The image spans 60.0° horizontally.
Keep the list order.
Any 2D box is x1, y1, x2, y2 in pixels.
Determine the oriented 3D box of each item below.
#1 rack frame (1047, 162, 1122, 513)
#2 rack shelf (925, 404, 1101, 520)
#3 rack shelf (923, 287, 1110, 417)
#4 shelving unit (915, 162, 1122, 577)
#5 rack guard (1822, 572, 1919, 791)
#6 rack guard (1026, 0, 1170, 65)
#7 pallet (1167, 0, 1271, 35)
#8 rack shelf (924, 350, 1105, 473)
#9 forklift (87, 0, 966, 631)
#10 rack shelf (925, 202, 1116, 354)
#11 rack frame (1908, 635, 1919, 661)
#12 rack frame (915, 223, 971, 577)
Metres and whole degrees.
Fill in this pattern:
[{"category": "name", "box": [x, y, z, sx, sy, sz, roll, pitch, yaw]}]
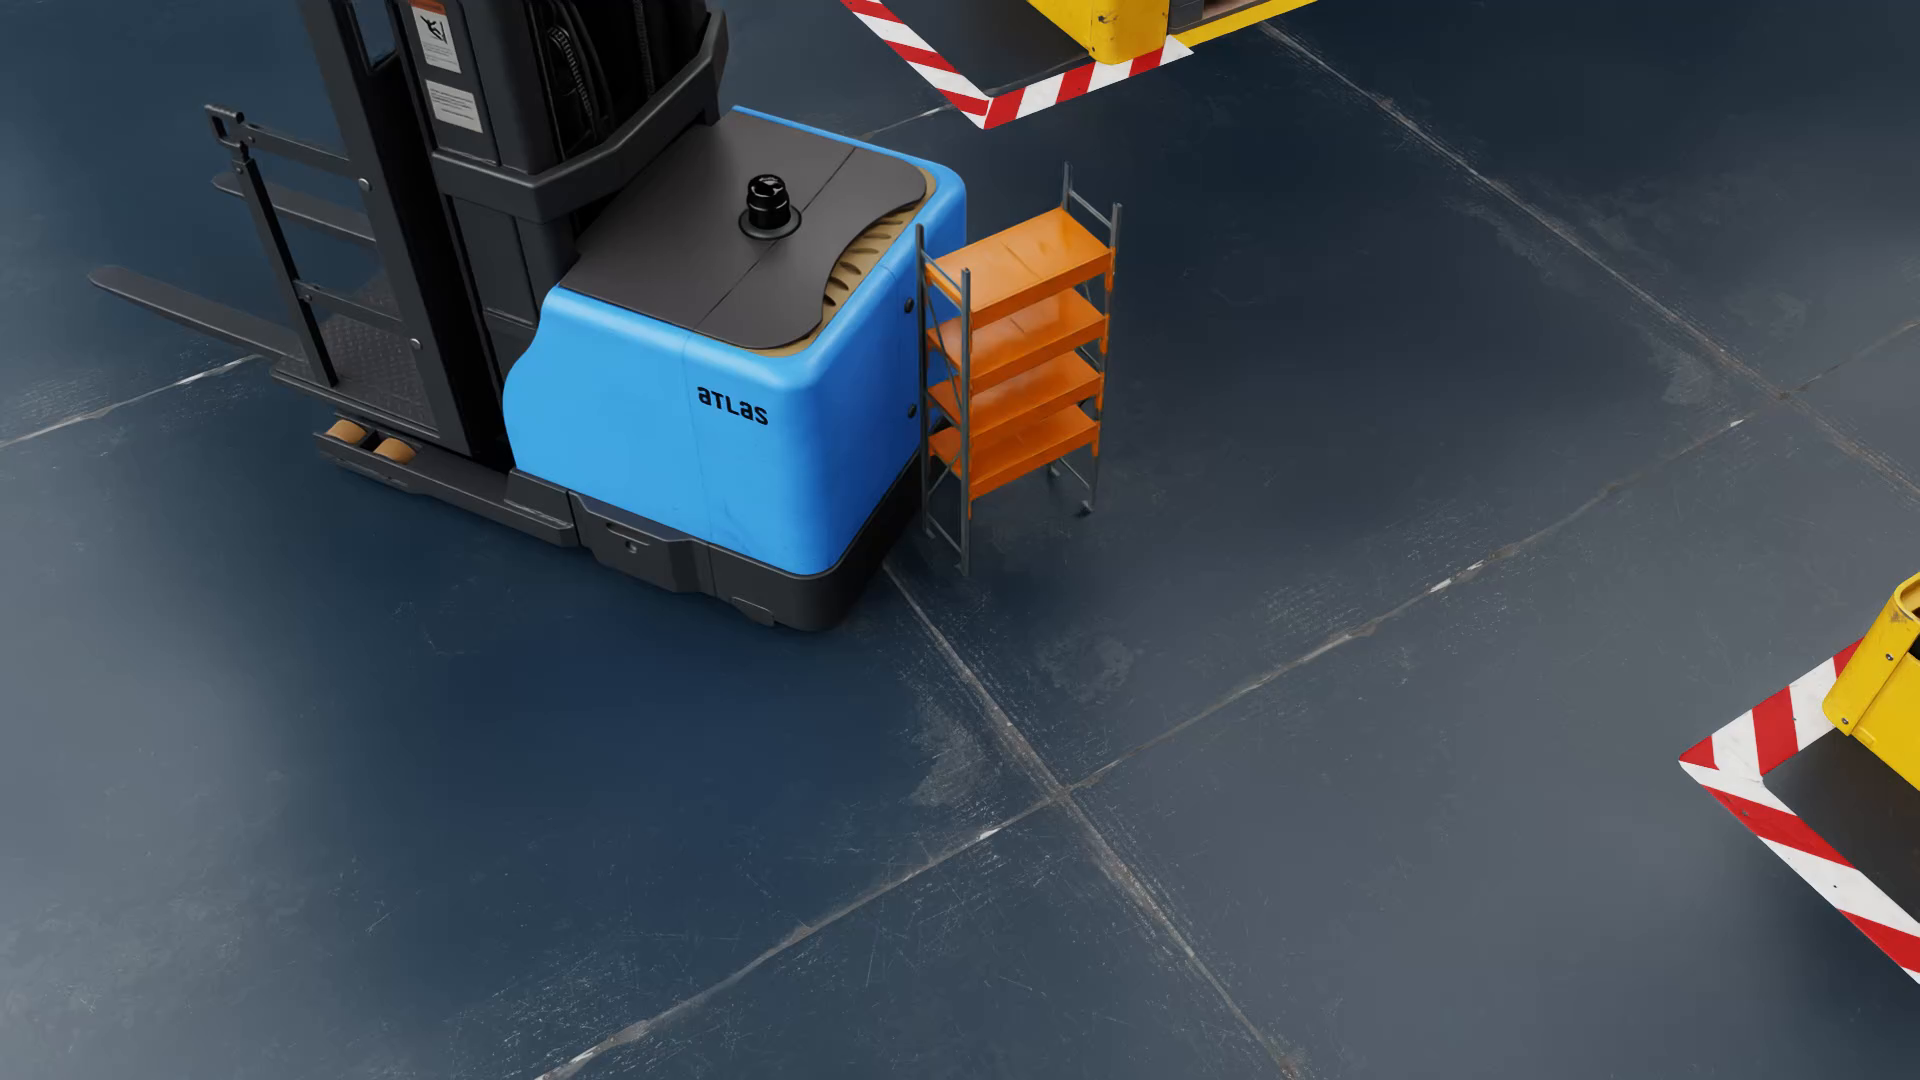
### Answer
[{"category": "rack frame", "box": [0.360, -0.564, 4.949, 0.015, 1.200, 0.240, -27, 54, -22]}, {"category": "rack shelf", "box": [0.157, -0.286, 5.057, 0.480, 0.148, 0.258, -27, 54, -22]}, {"category": "rack shelf", "box": [0.157, -0.567, 4.742, 0.480, 0.148, 0.258, -27, 54, -22]}, {"category": "shelving unit", "box": [0.157, -0.463, 4.858, 0.503, 1.200, 0.258, -27, 54, -22]}, {"category": "rack guard", "box": [2.928, 0.616, 4.367, 0.348, 0.500, 1.175, -25, 53, -21]}, {"category": "rack guard", "box": [0.452, -2.597, 7.228, 0.348, 0.500, 1.175, -25, 53, -21]}, {"category": "pallet", "box": [1.158, -2.802, 7.604, 1.213, 0.211, 1.003, -25, 53, -21]}, {"category": "rack shelf", "box": [0.157, -0.418, 4.909, 0.480, 0.148, 0.258, -27, 54, -22]}, {"category": "forklift", "box": [-1.524, -1.474, 4.600, 3.031, 2.935, 1.130, 20, 51, 17]}, {"category": "rack shelf", "box": [0.157, -0.724, 4.565, 0.480, 0.148, 0.258, -27, 54, -22]}, {"category": "rack frame", "box": [2.948, -0.225, 3.442, 0.127, 3.000, 1.000, -25, 53, -21]}, {"category": "rack frame", "box": [-0.045, -0.361, 4.768, 0.015, 1.200, 0.240, -27, 54, -22]}]
